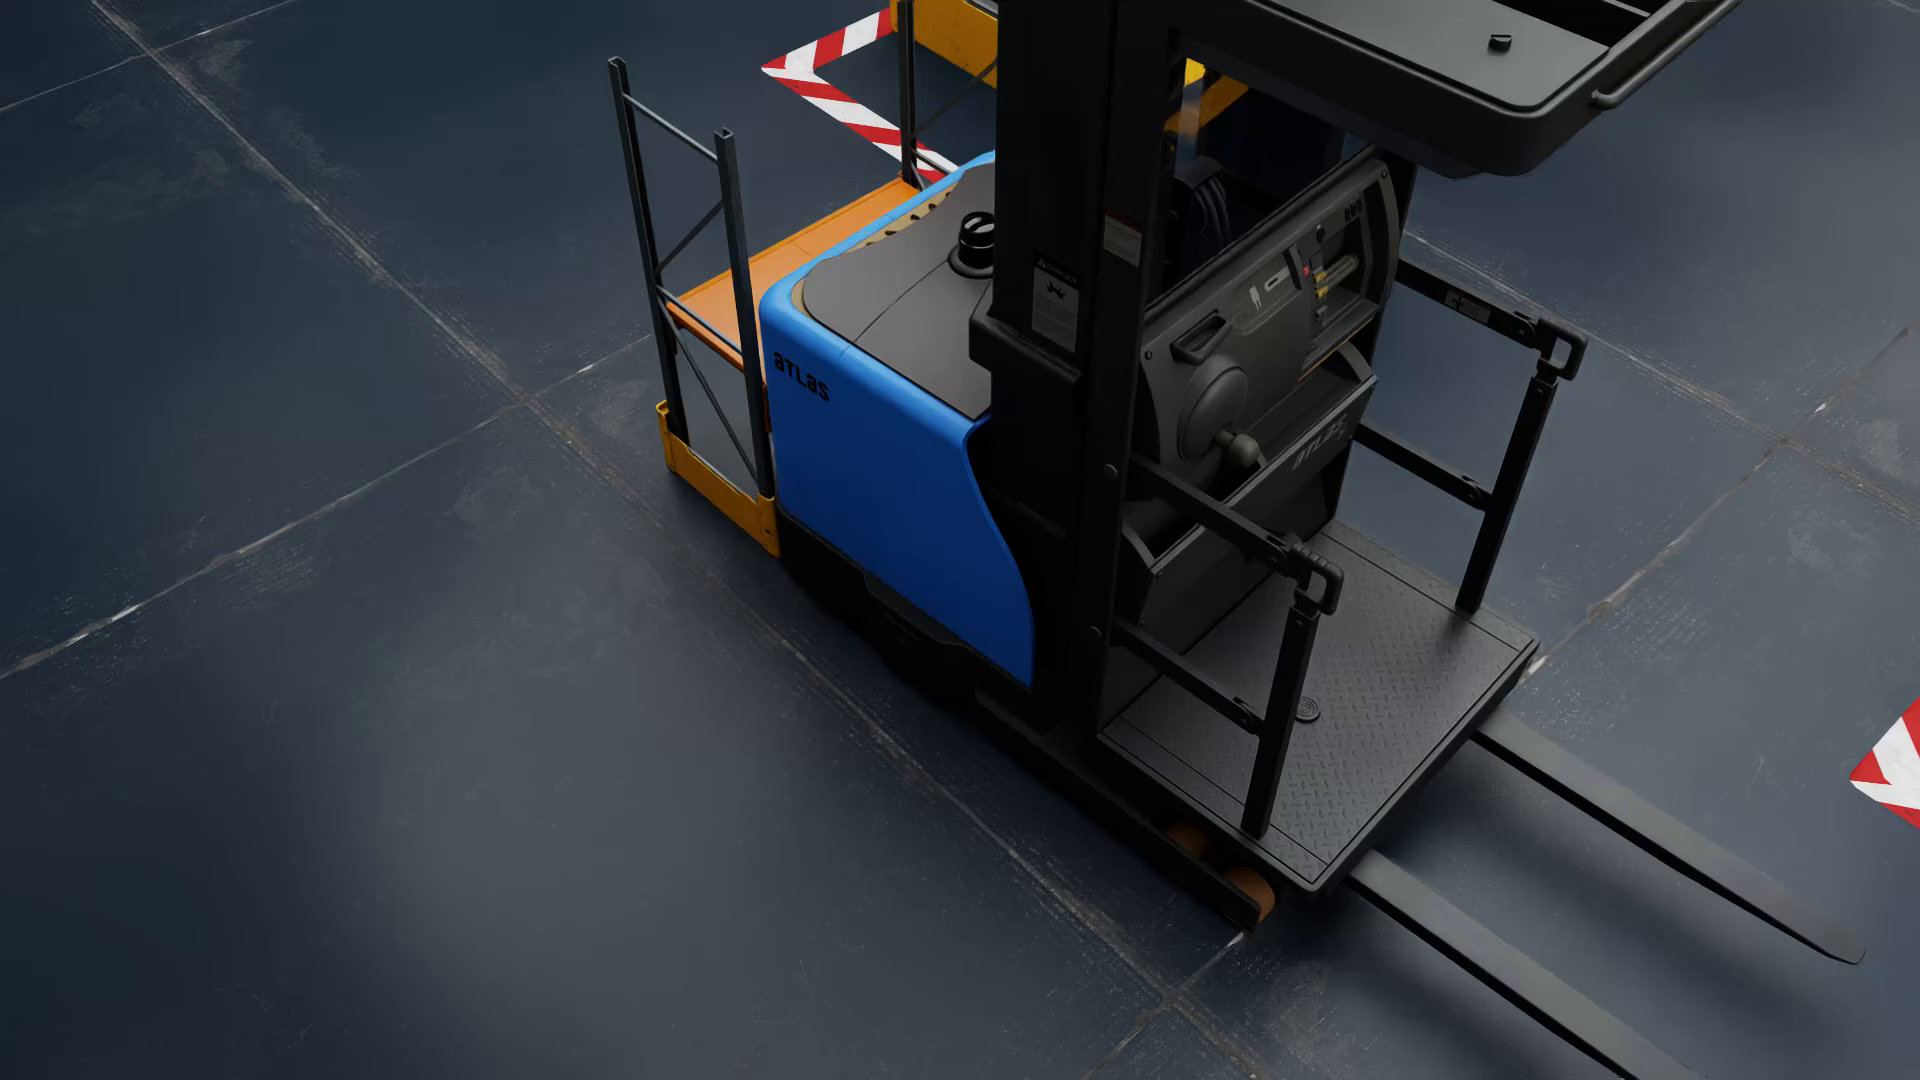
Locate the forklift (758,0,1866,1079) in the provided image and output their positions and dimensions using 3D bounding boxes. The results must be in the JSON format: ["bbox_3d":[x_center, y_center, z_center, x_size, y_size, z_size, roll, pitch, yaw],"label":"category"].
[{"bbox_3d":[0.867,-0.432,3.655,3.031,2.935,1.130,35,56,28],"label":"forklift"}]

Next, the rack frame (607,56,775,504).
[{"bbox_3d":[-0.746,-0.628,4.809,0.032,1.500,0.500,-35,56,-28],"label":"rack frame"}]

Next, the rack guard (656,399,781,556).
[{"bbox_3d":[-0.745,-0.205,5.269,0.087,0.250,0.587,-35,56,-28],"label":"rack guard"}]

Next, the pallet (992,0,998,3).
[{"bbox_3d":[0.745,-2.564,7.472,1.213,0.211,1.003,-34,56,-27],"label":"pallet"}]

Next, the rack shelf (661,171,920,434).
[{"bbox_3d":[-0.377,-0.763,5.179,1.000,0.185,0.538,-35,56,-28],"label":"rack shelf"}]

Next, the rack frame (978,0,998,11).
[{"bbox_3d":[0.206,-3.071,6.043,0.127,3.000,1.000,-34,56,-27],"label":"rack frame"}]

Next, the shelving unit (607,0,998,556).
[{"bbox_3d":[-0.384,-0.881,5.042,1.083,1.500,0.587,-35,56,-28],"label":"shelving unit"}]

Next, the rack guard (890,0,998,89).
[{"bbox_3d":[0.188,-2.212,6.951,0.348,0.500,1.175,-34,56,-27],"label":"rack guard"}]

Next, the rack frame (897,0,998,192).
[{"bbox_3d":[-0.008,-1.142,5.284,0.032,1.500,0.500,-35,56,-28],"label":"rack frame"}]
